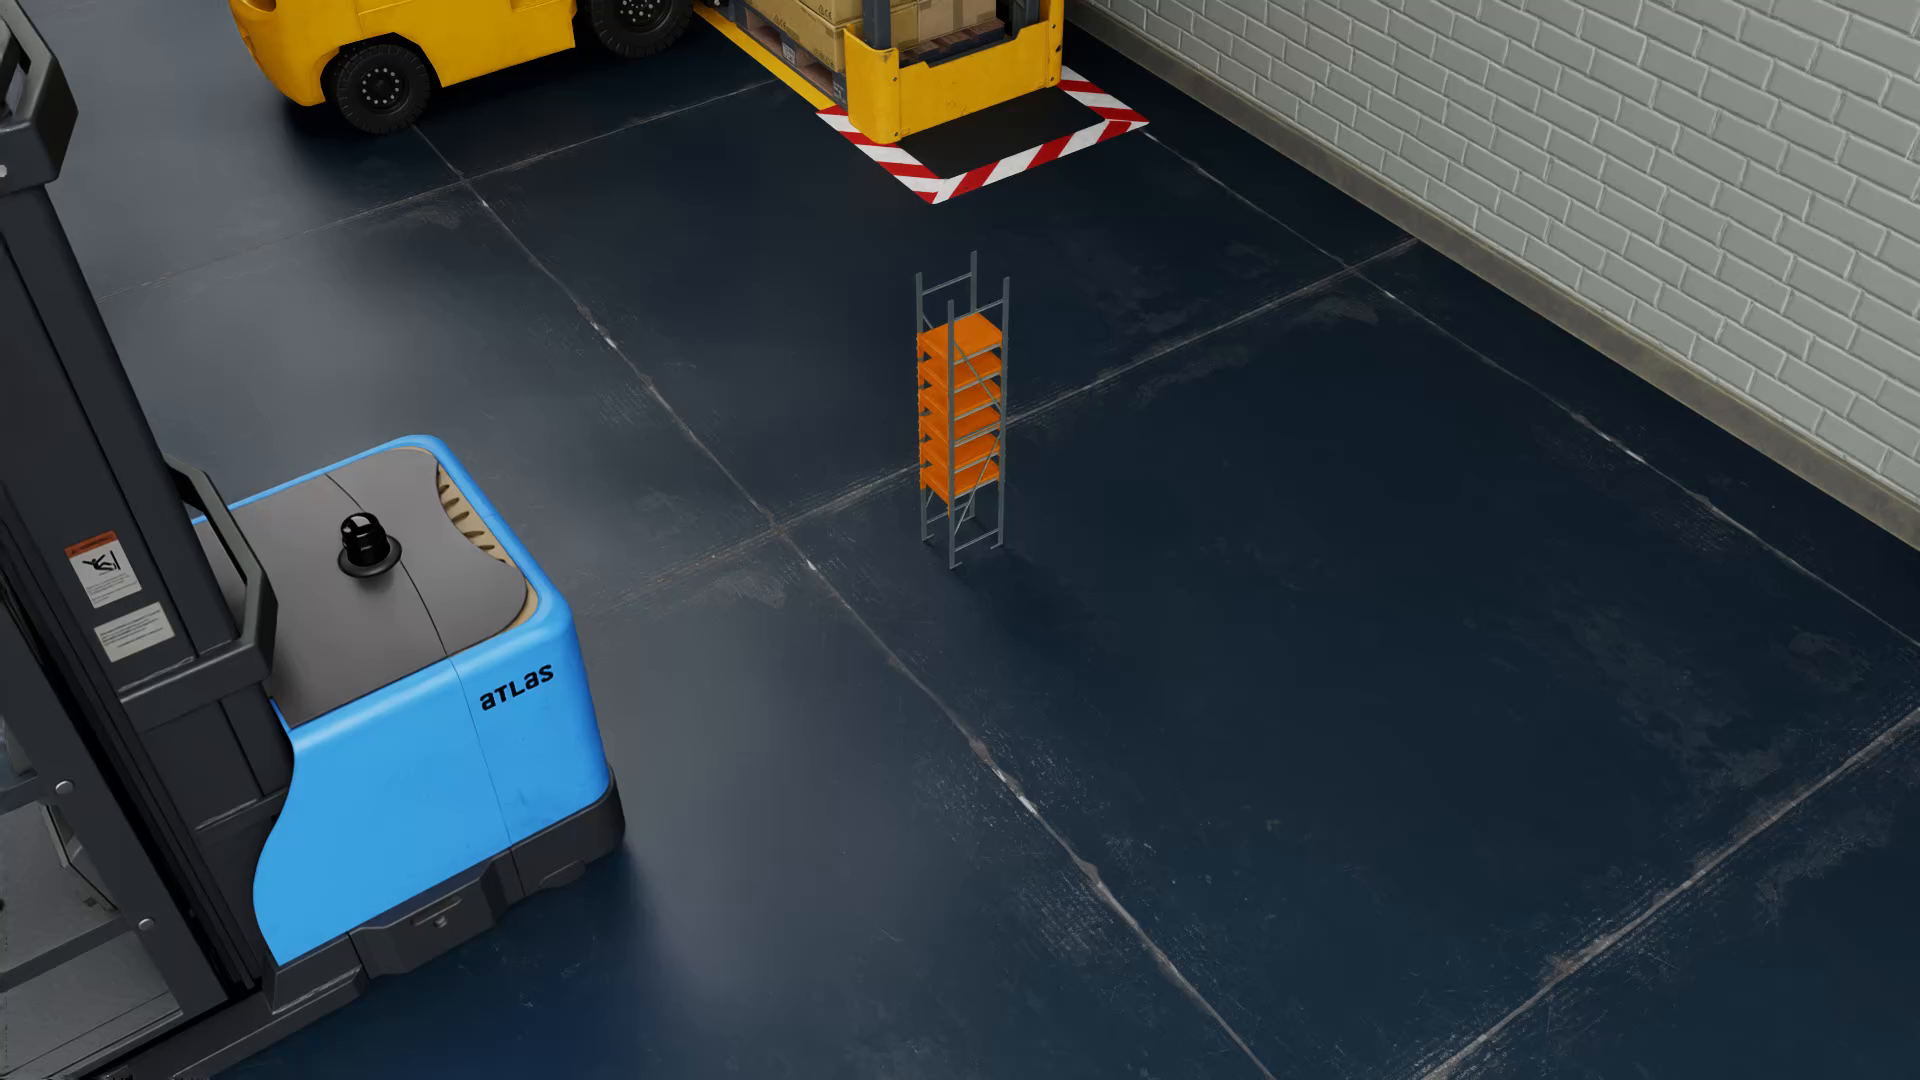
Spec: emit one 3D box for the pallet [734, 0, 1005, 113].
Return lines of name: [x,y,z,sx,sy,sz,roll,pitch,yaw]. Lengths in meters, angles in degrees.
pallet: [-0.504,-2.798,9.028,1.003,0.211,1.213,-26,49,-24]

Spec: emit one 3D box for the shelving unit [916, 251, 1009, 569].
shelving unit: [0.008,-0.426,5.827,0.258,1.200,0.189,-26,49,-24]

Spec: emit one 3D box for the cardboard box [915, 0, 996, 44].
cardboard box: [-0.153,-2.903,8.806,0.500,0.250,0.500,-26,49,-24]

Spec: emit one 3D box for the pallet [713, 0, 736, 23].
pallet: [-1.198,-3.488,9.751,1.003,0.211,1.213,-26,49,-24]

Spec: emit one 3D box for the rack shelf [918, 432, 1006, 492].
rack shelf: [0.008,-0.307,5.941,0.258,0.103,0.180,-26,49,-24]

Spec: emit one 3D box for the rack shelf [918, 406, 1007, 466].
rack shelf: [0.008,-0.394,5.858,0.258,0.103,0.180,-26,49,-24]

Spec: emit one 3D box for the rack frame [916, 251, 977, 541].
rack frame: [-0.044,-0.478,5.881,0.240,1.200,0.006,-26,49,-24]

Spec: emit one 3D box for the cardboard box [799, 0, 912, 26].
cardboard box: [-0.567,-2.880,8.420,0.500,0.250,0.500,-26,50,-25]

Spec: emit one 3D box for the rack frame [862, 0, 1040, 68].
rack frame: [-0.032,-3.390,7.629,1.000,3.000,0.127,-26,49,-24]

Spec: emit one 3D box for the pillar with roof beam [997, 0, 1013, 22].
pillar with roof beam: [-3.222,-4.610,4.562,9.100,9.000,0.400,-26,49,-24]

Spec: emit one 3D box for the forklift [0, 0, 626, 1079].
forklift: [-2.539,0.234,3.882,3.031,2.935,1.130,-26,50,-25]

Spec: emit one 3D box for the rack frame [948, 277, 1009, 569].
rack frame: [0.061,-0.374,5.773,0.240,1.200,0.006,-26,49,-24]

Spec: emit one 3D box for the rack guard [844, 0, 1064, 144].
rack guard: [-0.018,-2.472,8.478,1.175,0.500,0.348,-26,49,-24]

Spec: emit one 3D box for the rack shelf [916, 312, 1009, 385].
rack shelf: [0.008,-0.654,5.609,0.258,0.103,0.180,-26,49,-24]

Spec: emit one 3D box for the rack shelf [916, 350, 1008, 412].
rack shelf: [0.008,-0.567,5.692,0.258,0.103,0.180,-26,49,-24]

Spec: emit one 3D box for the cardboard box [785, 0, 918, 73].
cardboard box: [-0.560,-2.689,8.581,0.500,0.250,0.500,-25,49,-24]

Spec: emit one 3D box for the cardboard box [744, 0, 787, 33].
cardboard box: [-0.837,-2.974,8.880,0.500,0.250,0.500,-26,49,-24]

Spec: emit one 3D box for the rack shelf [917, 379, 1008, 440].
rack shelf: [0.008,-0.480,5.775,0.258,0.103,0.180,-26,49,-24]

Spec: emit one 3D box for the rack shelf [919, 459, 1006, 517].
rack shelf: [0.008,-0.220,6.024,0.258,0.103,0.180,-26,49,-24]

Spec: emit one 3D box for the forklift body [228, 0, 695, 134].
forklift body: [-2.613,-3.436,8.292,2.313,2.155,1.214,-26,49,-24]
